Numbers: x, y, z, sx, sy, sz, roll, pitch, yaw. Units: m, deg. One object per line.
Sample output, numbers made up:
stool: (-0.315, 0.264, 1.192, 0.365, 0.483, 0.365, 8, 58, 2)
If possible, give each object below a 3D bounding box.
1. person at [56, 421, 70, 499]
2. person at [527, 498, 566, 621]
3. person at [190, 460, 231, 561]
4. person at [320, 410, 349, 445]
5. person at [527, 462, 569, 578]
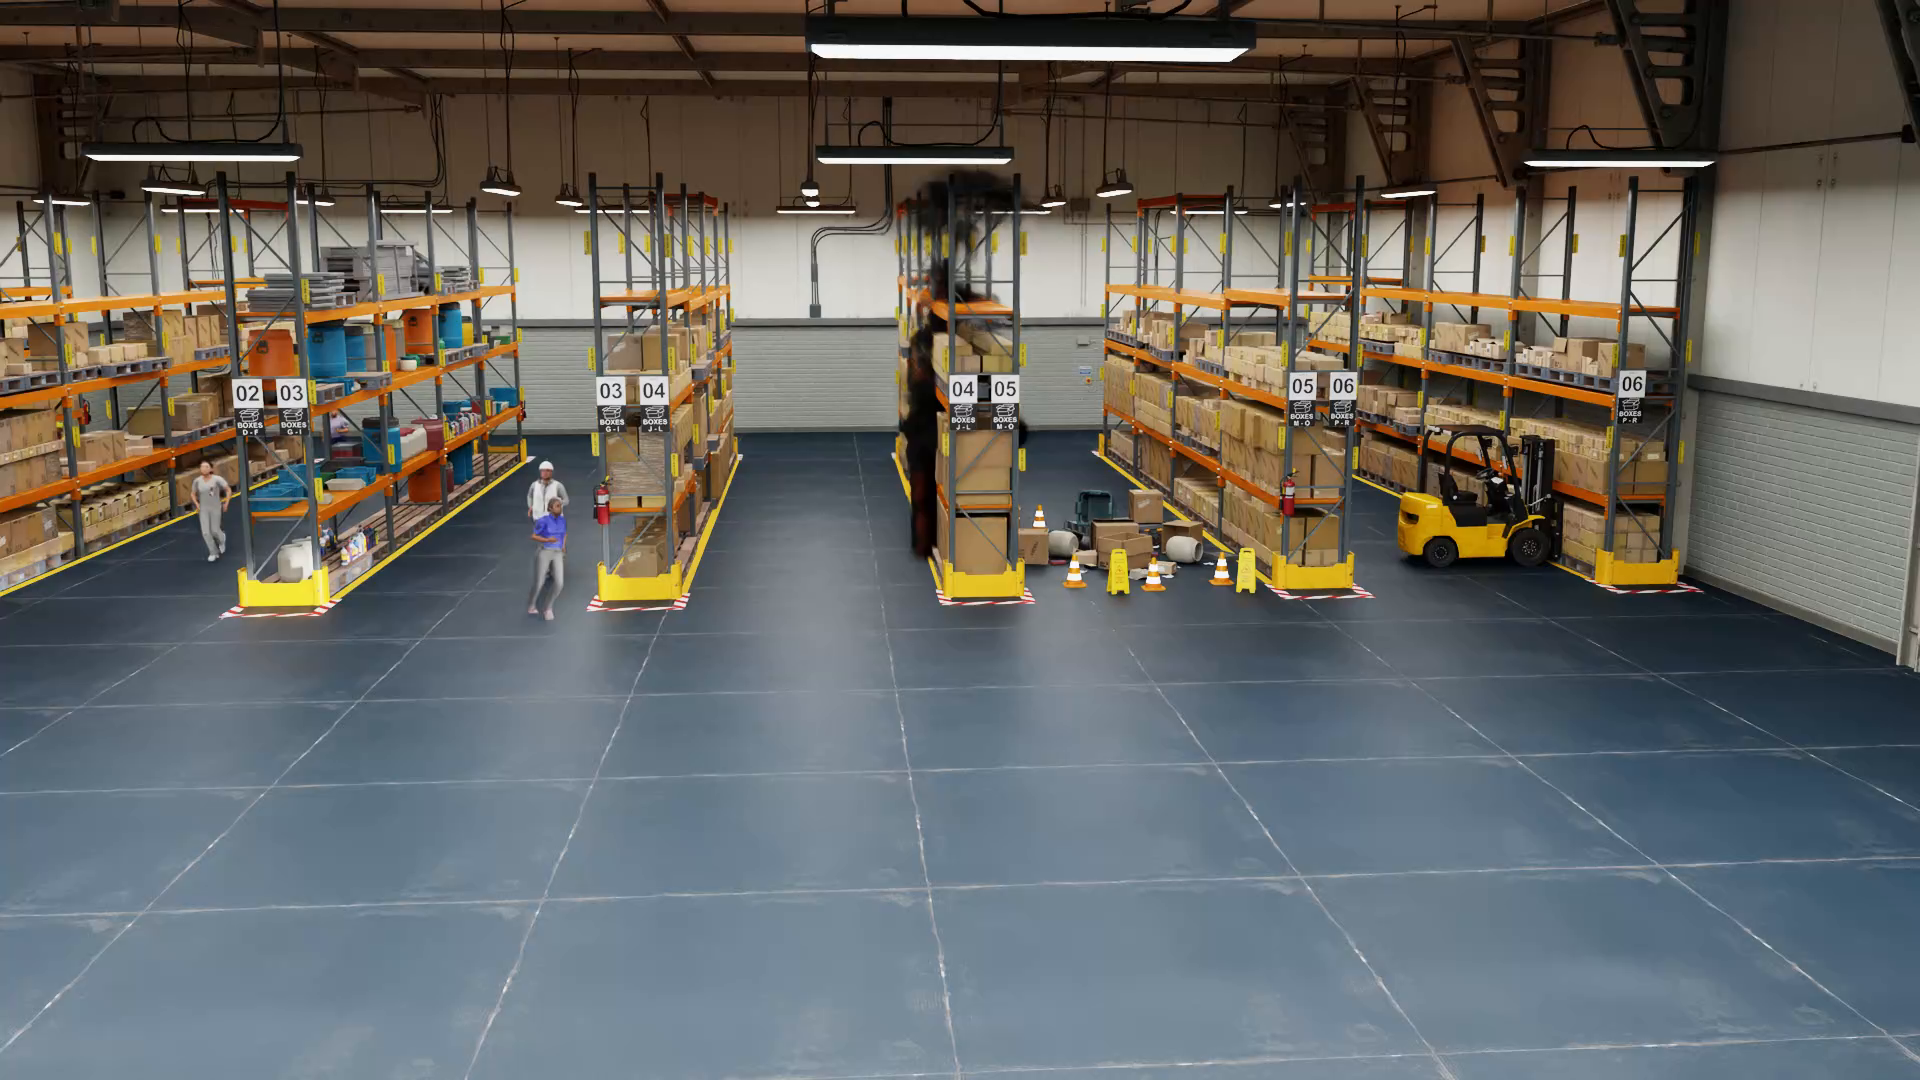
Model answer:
person: (-16.736, -1.302, 30.942, 0.692, 1.820, 0.796, -1, 10, -5)
person: (-5.551, 0.259, 22.640, 0.604, 1.665, 0.683, -7, 12, -35)
person: (-12.060, -0.485, 26.791, 0.596, 1.630, 0.588, -2, 10, -11)
person: (-13.306, -2.023, 35.439, 0.580, 1.710, 0.767, -3, 11, -19)
person: (-6.314, -0.327, 25.475, 0.667, 1.749, 0.915, -1, 10, -4)
